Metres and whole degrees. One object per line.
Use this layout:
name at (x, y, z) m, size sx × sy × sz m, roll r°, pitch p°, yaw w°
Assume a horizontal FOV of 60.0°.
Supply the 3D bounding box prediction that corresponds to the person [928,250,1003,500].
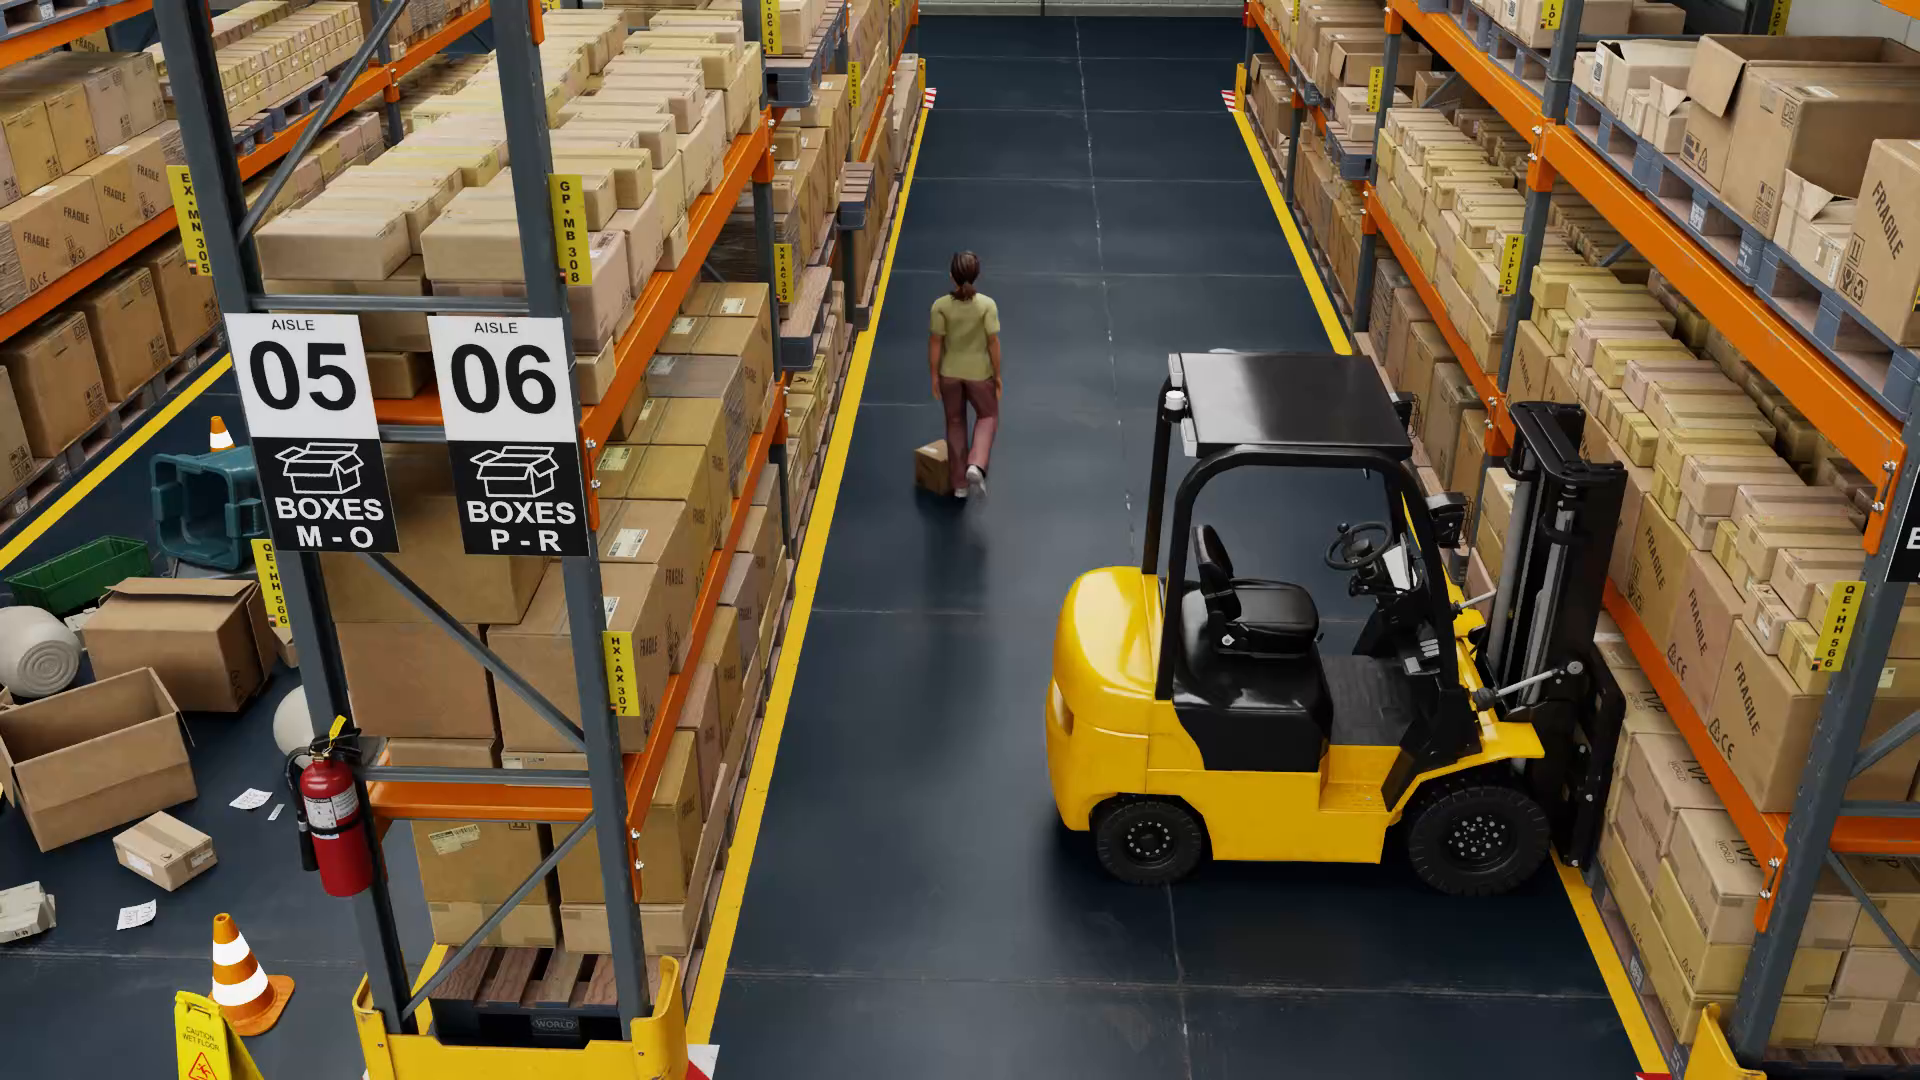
person at (0.037, -1.018, 10.477) m, size 0.467 × 1.662 × 0.532 m, roll 2°, pitch 28°, yaw 4°
